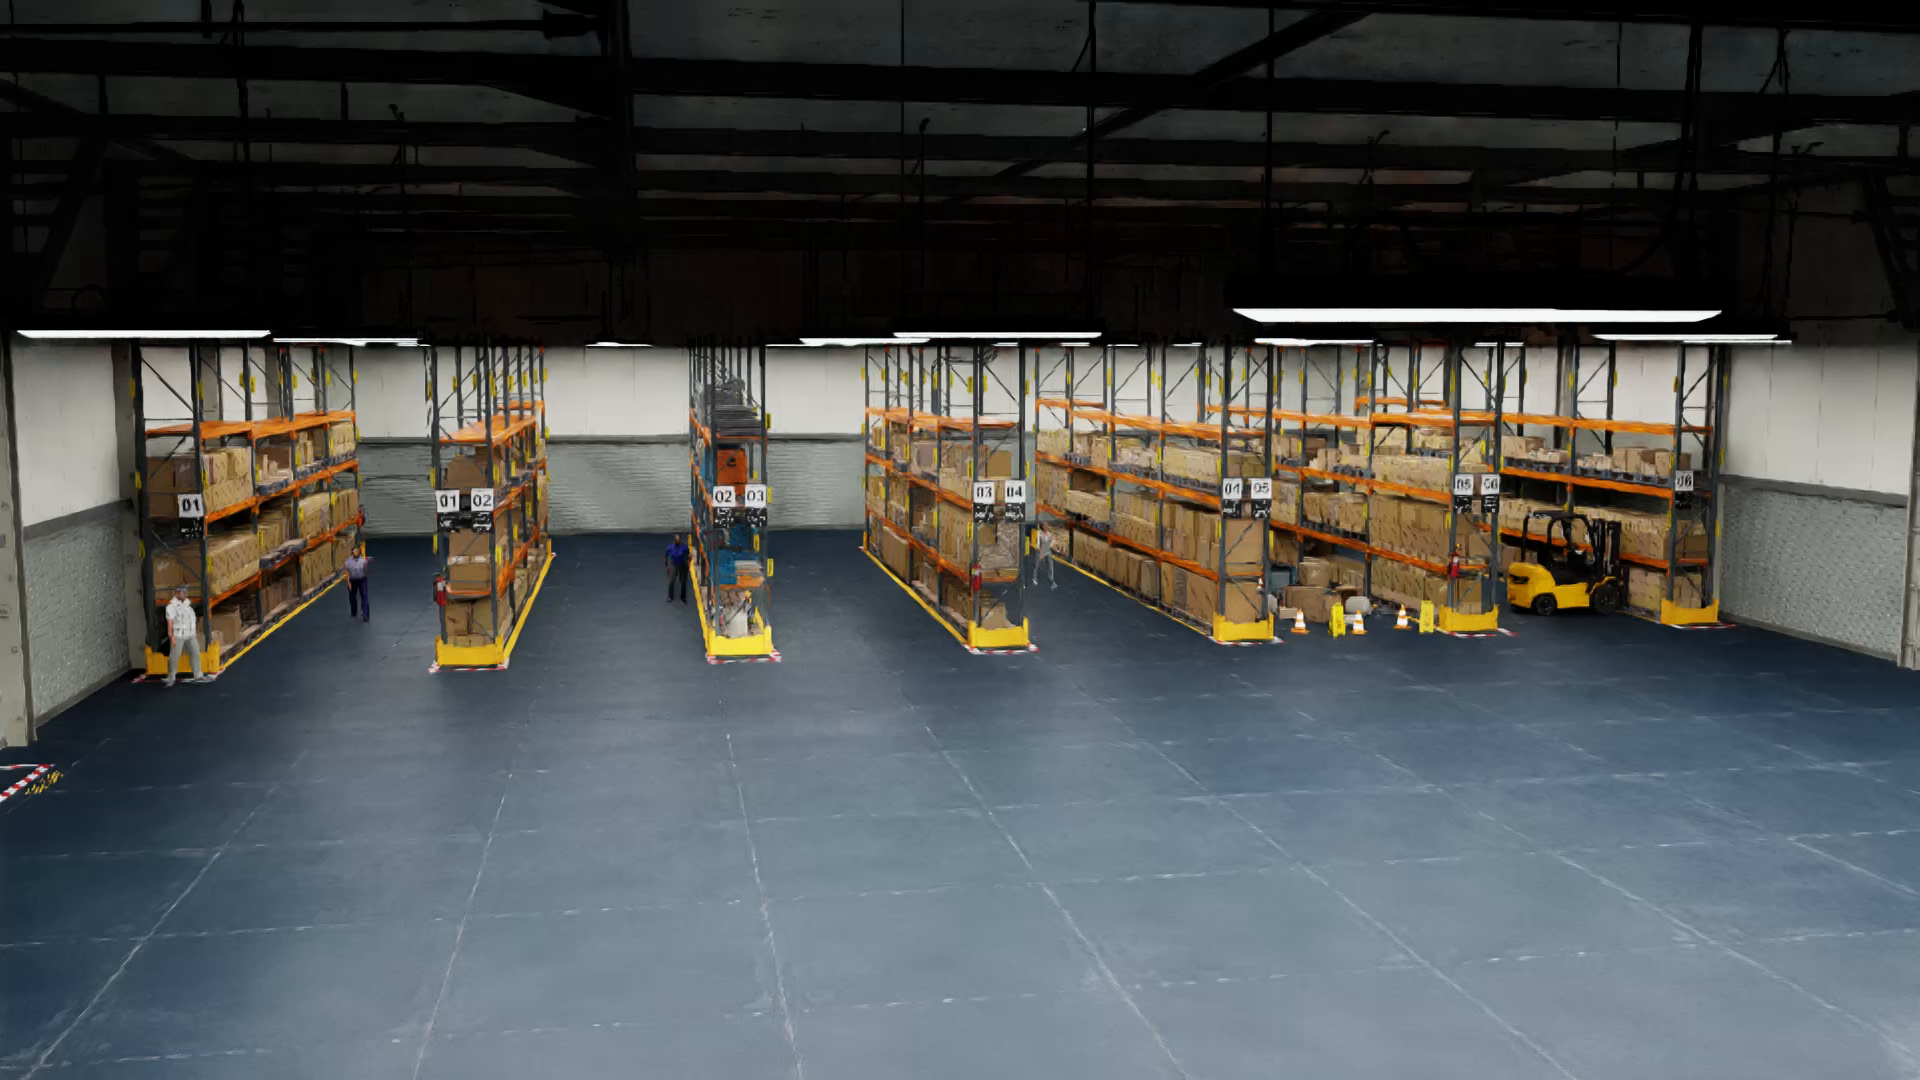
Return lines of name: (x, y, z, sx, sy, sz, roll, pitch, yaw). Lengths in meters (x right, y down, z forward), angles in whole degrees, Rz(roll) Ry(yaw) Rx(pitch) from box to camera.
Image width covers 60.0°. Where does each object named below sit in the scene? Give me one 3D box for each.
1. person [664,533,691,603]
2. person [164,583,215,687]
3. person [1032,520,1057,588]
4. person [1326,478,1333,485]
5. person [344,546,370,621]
person: (-6.395, 0.636, 37.626, 0.563, 1.590, 0.478, -1, 7, -12)
person: (-13.210, 1.598, 28.327, 0.552, 1.757, 0.748, 3, 7, 23)
person: (1.911, 0.310, 38.064, 0.412, 1.529, 0.954, -2, 7, -19)
person: (11.491, -1.048, 51.449, 0.634, 1.758, 0.512, 5, 8, 38)
person: (-12.763, 0.901, 35.172, 0.478, 1.580, 1.000, -2, 7, -19)
